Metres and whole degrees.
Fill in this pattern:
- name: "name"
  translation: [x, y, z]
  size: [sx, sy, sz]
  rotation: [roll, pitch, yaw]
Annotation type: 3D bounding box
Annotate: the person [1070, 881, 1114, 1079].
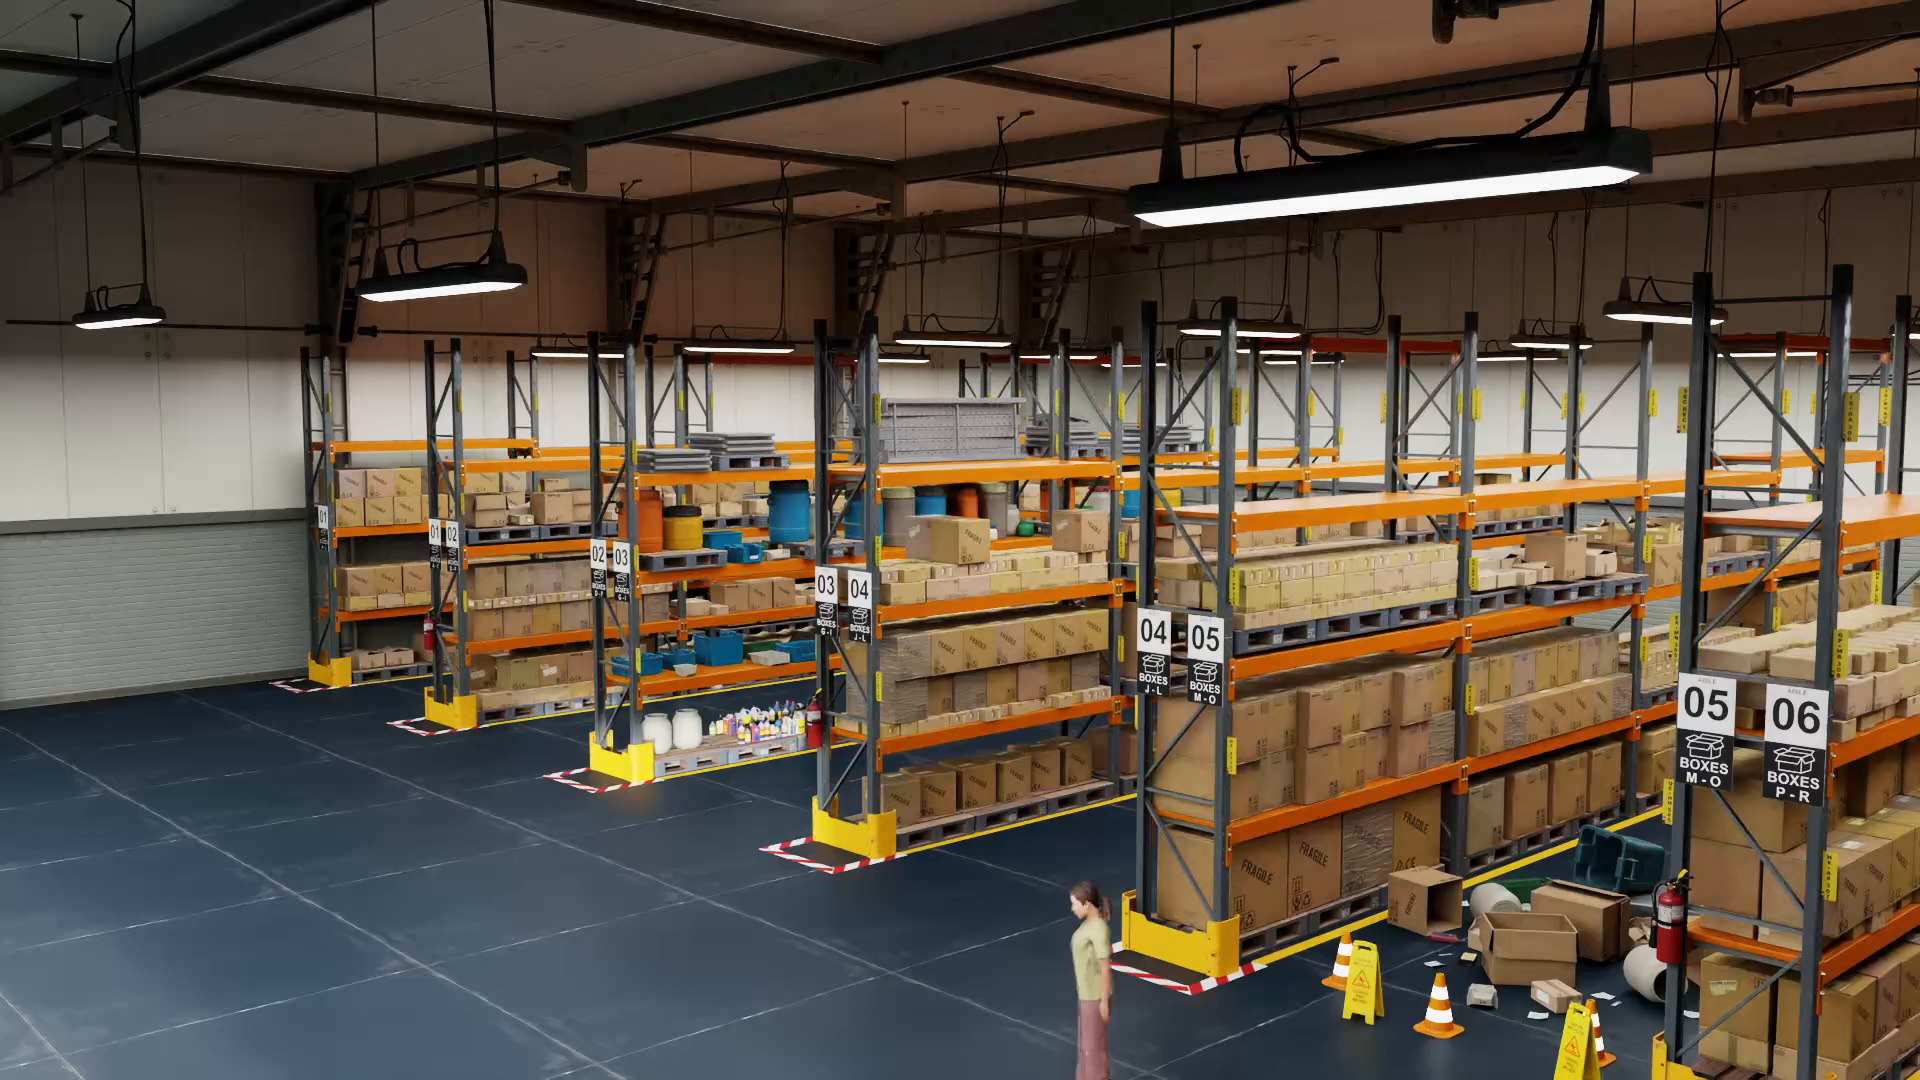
- name: "person"
  translation: [0.909, 3.276, 11.939]
  size: [0.396, 1.674, 0.529]
  rotation: [0, 5, 0]
